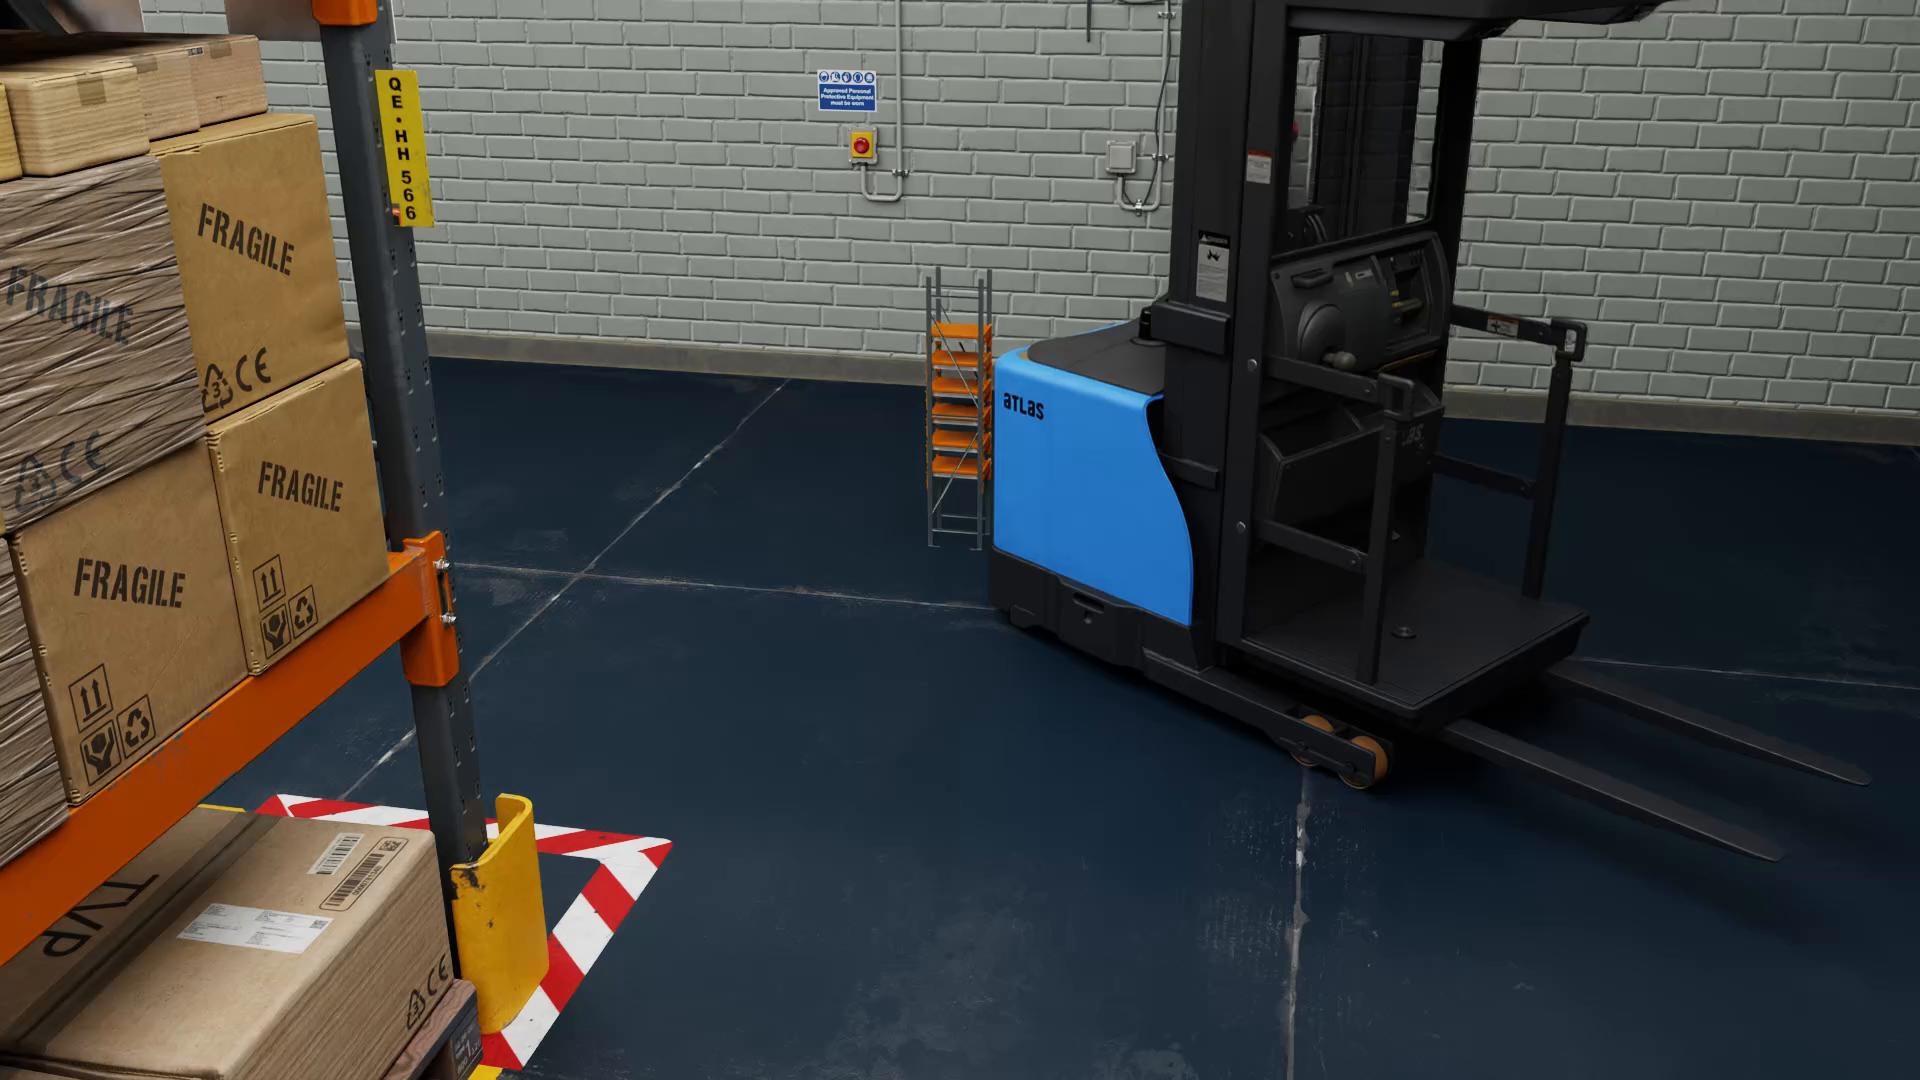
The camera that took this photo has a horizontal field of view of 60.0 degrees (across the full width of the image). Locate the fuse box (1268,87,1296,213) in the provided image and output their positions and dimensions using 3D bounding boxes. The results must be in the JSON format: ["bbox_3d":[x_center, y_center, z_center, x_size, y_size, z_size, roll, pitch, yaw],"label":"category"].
[{"bbox_3d":[1.447,-1.479,8.736,0.539,1.711,0.414,4,22,11],"label":"fuse box"}]

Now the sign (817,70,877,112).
[{"bbox_3d":[-0.614,-2.442,9.039,0.327,0.218,0.001,4,22,11],"label":"sign"}]

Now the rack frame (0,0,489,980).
[{"bbox_3d":[-1.707,-0.226,3.900,1.000,3.000,0.127,4,22,11],"label":"rack frame"}]

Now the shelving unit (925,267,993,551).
[{"bbox_3d":[-0.003,-0.551,7.116,0.258,1.200,0.189,4,22,11],"label":"shelving unit"}]

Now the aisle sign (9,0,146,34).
[{"bbox_3d":[-1.976,-1.481,3.535,0.394,0.787,0.004,4,22,11],"label":"aisle sign"}]

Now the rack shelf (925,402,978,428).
[{"bbox_3d":[-0.003,-0.510,7.133,0.258,0.103,0.180,4,22,11],"label":"rack shelf"}]

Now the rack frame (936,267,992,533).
[{"bbox_3d":[0.016,-0.585,7.199,0.240,1.200,0.006,4,22,11],"label":"rack frame"}]

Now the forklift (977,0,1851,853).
[{"bbox_3d":[1.431,-0.791,5.394,1.130,2.935,3.031,-19,29,-39],"label":"forklift"}]

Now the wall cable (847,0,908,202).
[{"bbox_3d":[-0.580,-2.776,8.829,0.585,1.953,0.123,4,22,11],"label":"wall cable"}]

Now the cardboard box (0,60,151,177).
[{"bbox_3d":[-1.583,-0.695,2.724,0.380,0.149,0.250,4,22,10],"label":"cardboard box"}]

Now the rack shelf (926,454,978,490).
[{"bbox_3d":[-0.003,-0.287,7.223,0.258,0.103,0.180,4,22,11],"label":"rack shelf"}]

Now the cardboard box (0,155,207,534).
[{"bbox_3d":[-1.650,-0.349,2.732,0.500,0.500,0.500,5,22,11],"label":"cardboard box"}]

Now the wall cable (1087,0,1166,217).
[{"bbox_3d":[0.811,-2.658,8.577,0.588,1.984,0.122,4,22,11],"label":"wall cable"}]

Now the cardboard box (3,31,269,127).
[{"bbox_3d":[-1.584,-0.891,3.210,0.380,0.149,0.250,5,22,12],"label":"cardboard box"}]

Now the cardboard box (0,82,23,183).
[{"bbox_3d":[-1.675,-0.606,2.503,0.380,0.149,0.250,5,22,12],"label":"cardboard box"}]

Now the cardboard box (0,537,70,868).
[{"bbox_3d":[-1.759,0.295,2.472,0.500,0.500,0.500,5,22,12],"label":"cardboard box"}]

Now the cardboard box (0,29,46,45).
[{"bbox_3d":[-2.051,-0.929,3.304,0.380,0.149,0.250,5,22,12],"label":"cardboard box"}]

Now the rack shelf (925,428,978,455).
[{"bbox_3d":[-0.003,-0.399,7.178,0.258,0.103,0.180,4,22,11],"label":"rack shelf"}]

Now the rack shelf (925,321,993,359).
[{"bbox_3d":[-0.003,-0.844,6.998,0.258,0.103,0.180,4,22,11],"label":"rack shelf"}]

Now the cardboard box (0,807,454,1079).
[{"bbox_3d":[-1.744,1.016,3.682,0.875,0.438,0.875,4,22,9],"label":"cardboard box"}]

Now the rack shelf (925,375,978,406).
[{"bbox_3d":[-0.003,-0.621,7.088,0.258,0.103,0.180,4,22,11],"label":"rack shelf"}]

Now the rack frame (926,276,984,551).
[{"bbox_3d":[-0.022,-0.518,7.033,0.240,1.200,0.006,4,22,11],"label":"rack frame"}]

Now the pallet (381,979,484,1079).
[{"bbox_3d":[-1.794,1.366,3.680,1.003,0.211,1.213,4,22,11],"label":"pallet"}]

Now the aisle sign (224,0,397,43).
[{"bbox_3d":[-1.389,-1.435,3.421,0.394,0.787,0.004,4,22,11],"label":"aisle sign"}]

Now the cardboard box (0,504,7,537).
[{"bbox_3d":[-1.755,-0.168,2.283,0.500,0.500,0.500,4,22,11],"label":"cardboard box"}]

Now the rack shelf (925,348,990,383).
[{"bbox_3d":[-0.003,-0.733,7.043,0.258,0.103,0.180,4,22,11],"label":"rack shelf"}]

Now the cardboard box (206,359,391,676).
[{"bbox_3d":[-1.547,-0.076,3.393,0.500,0.500,0.500,5,22,11],"label":"cardboard box"}]

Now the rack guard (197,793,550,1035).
[{"bbox_3d":[-1.702,0.924,4.389,1.175,0.500,0.348,4,22,11],"label":"rack guard"}]

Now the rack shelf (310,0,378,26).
[{"bbox_3d":[-2.115,-0.553,1.658,1.077,0.370,4.000,4,22,11],"label":"rack shelf"}]

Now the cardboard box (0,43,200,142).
[{"bbox_3d":[-1.613,-0.796,2.975,0.380,0.149,0.250,5,22,12],"label":"cardboard box"}]

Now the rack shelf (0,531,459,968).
[{"bbox_3d":[-2.115,0.839,2.218,1.077,0.370,4.000,4,22,11],"label":"rack shelf"}]

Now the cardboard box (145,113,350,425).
[{"bbox_3d":[-1.573,-0.542,3.212,0.500,0.500,0.500,5,23,13],"label":"cardboard box"}]

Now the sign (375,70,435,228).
[{"bbox_3d":[-1.179,-0.827,3.524,0.100,0.325,0.005,4,22,11],"label":"sign"}]

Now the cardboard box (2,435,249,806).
[{"bbox_3d":[-1.664,0.106,2.940,0.500,0.500,0.500,4,22,10],"label":"cardboard box"}]
